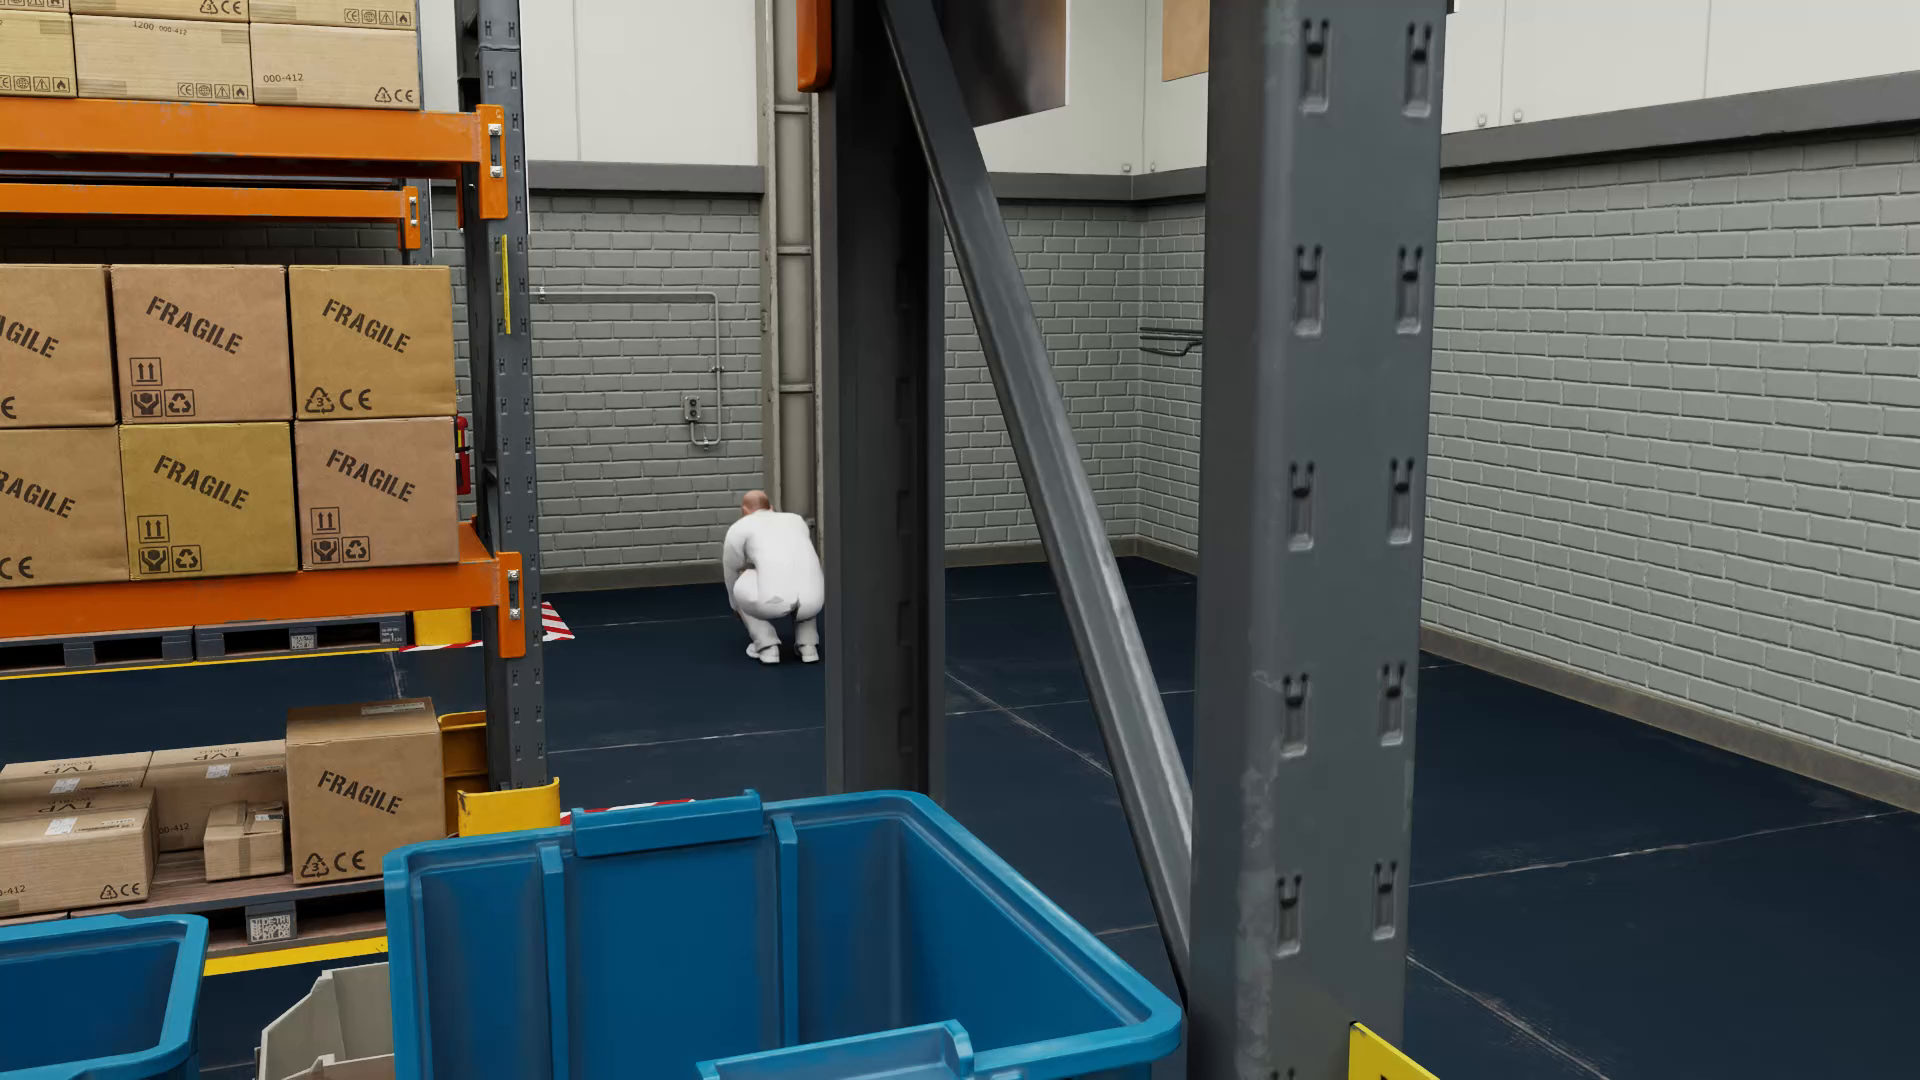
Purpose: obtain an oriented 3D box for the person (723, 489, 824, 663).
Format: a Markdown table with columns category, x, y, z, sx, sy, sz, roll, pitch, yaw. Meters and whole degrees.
| category | x | y | z | sx | sy | sz | roll | pitch | yaw |
| --- | --- | --- | --- | --- | --- | --- | --- | --- | --- |
| person | -1.128 | 0.212 | 10.118 | 0.605 | 0.995 | 0.906 | -3 | 9 | -21 |
